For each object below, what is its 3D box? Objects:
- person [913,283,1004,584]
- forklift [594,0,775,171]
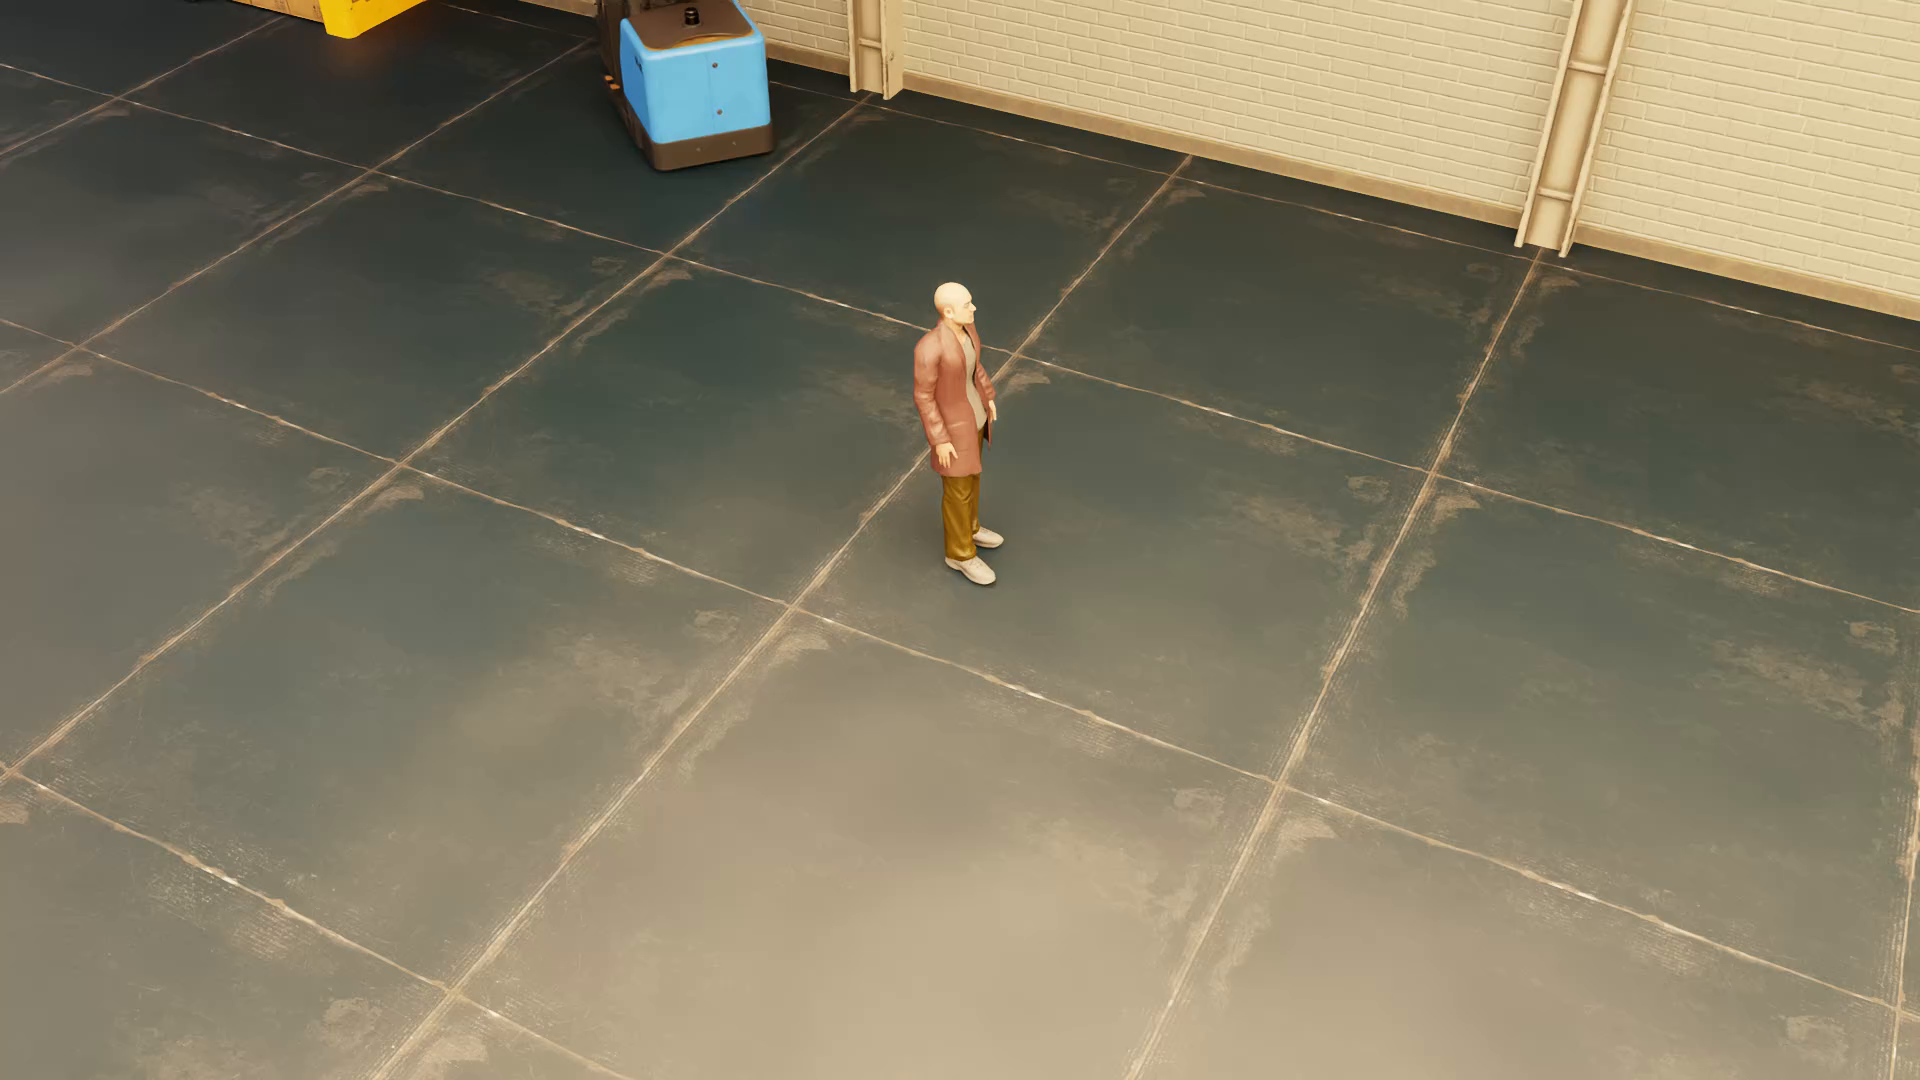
[{"bbox_3d":[0.078,-0.656,9.649,0.582,1.775,0.696,18,43,21],"label":"person"},{"bbox_3d":[-2.598,-5.137,14.086,1.130,2.935,3.031,-15,42,-17],"label":"forklift"}]
